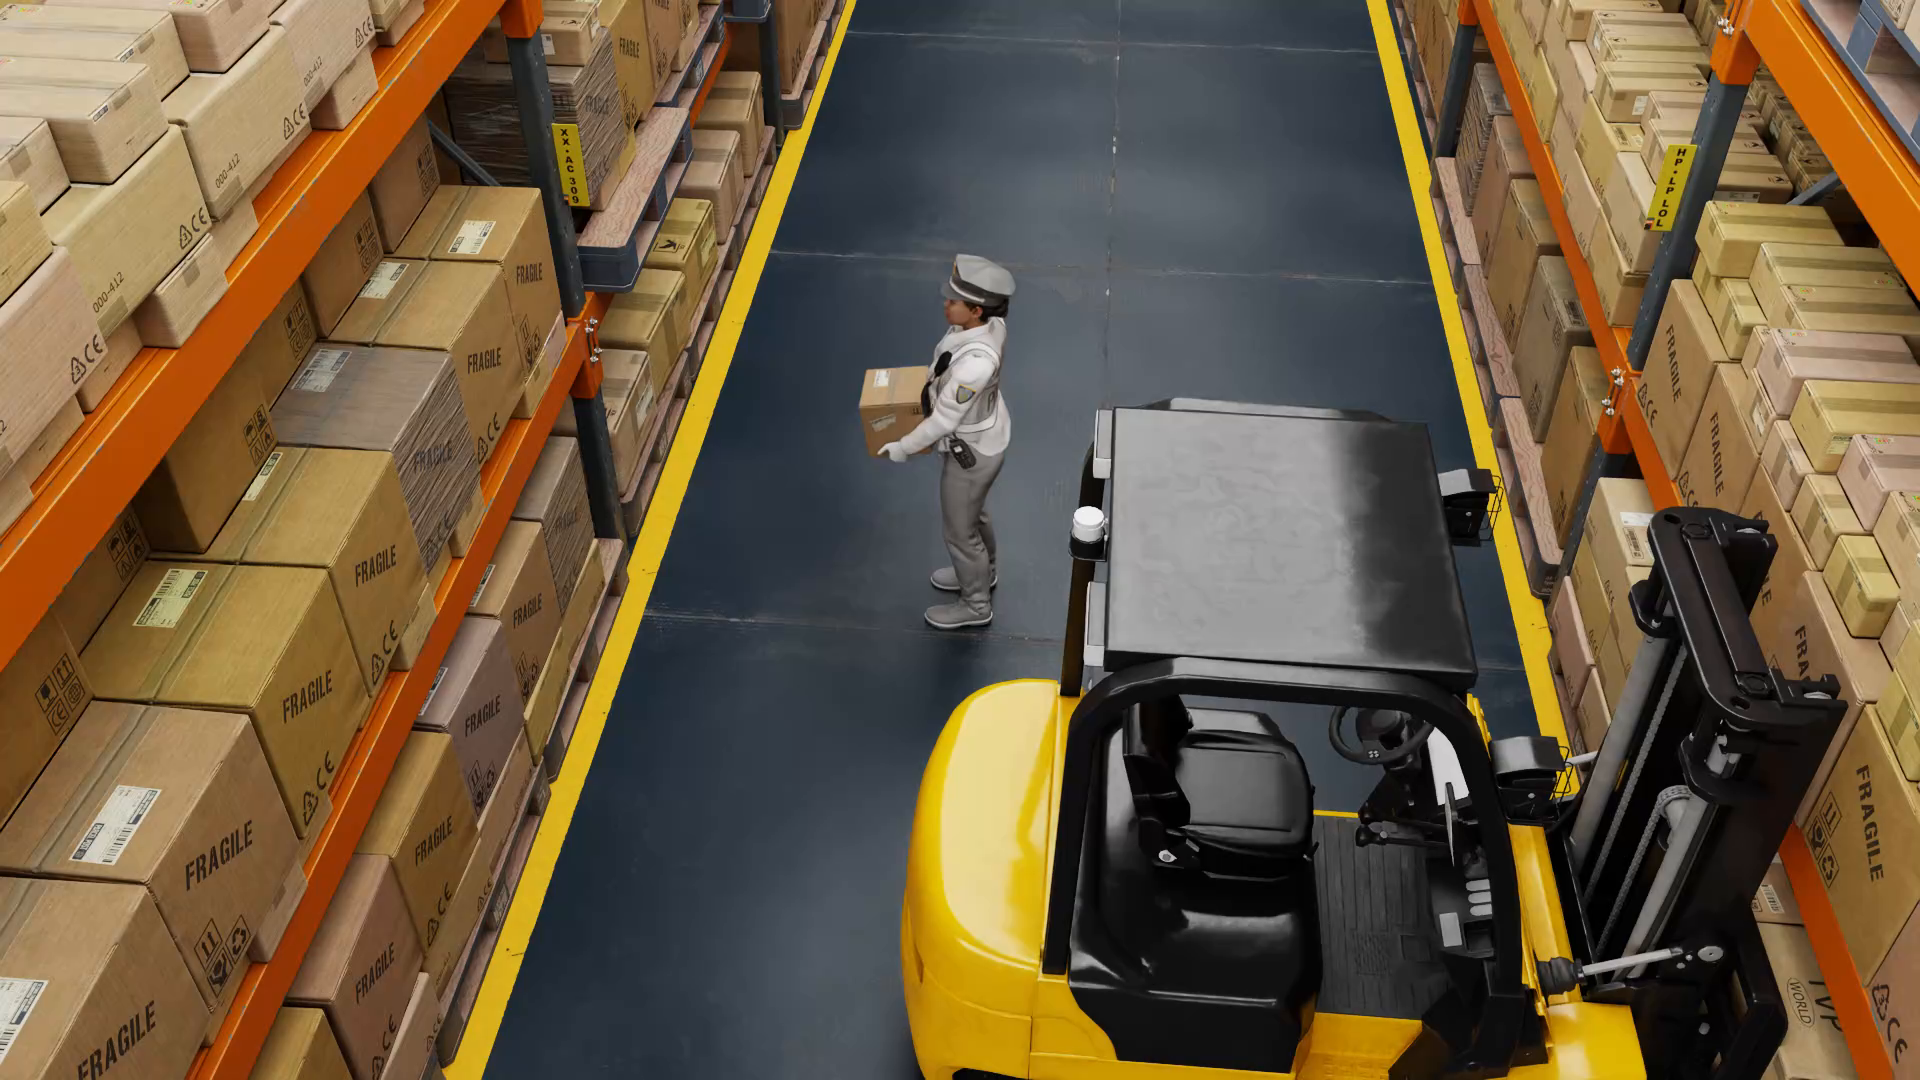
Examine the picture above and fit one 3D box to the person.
[{"bbox_3d":[-0.053,-0.381,6.590,0.519,1.691,0.446,3,40,3],"label":"person"}]
